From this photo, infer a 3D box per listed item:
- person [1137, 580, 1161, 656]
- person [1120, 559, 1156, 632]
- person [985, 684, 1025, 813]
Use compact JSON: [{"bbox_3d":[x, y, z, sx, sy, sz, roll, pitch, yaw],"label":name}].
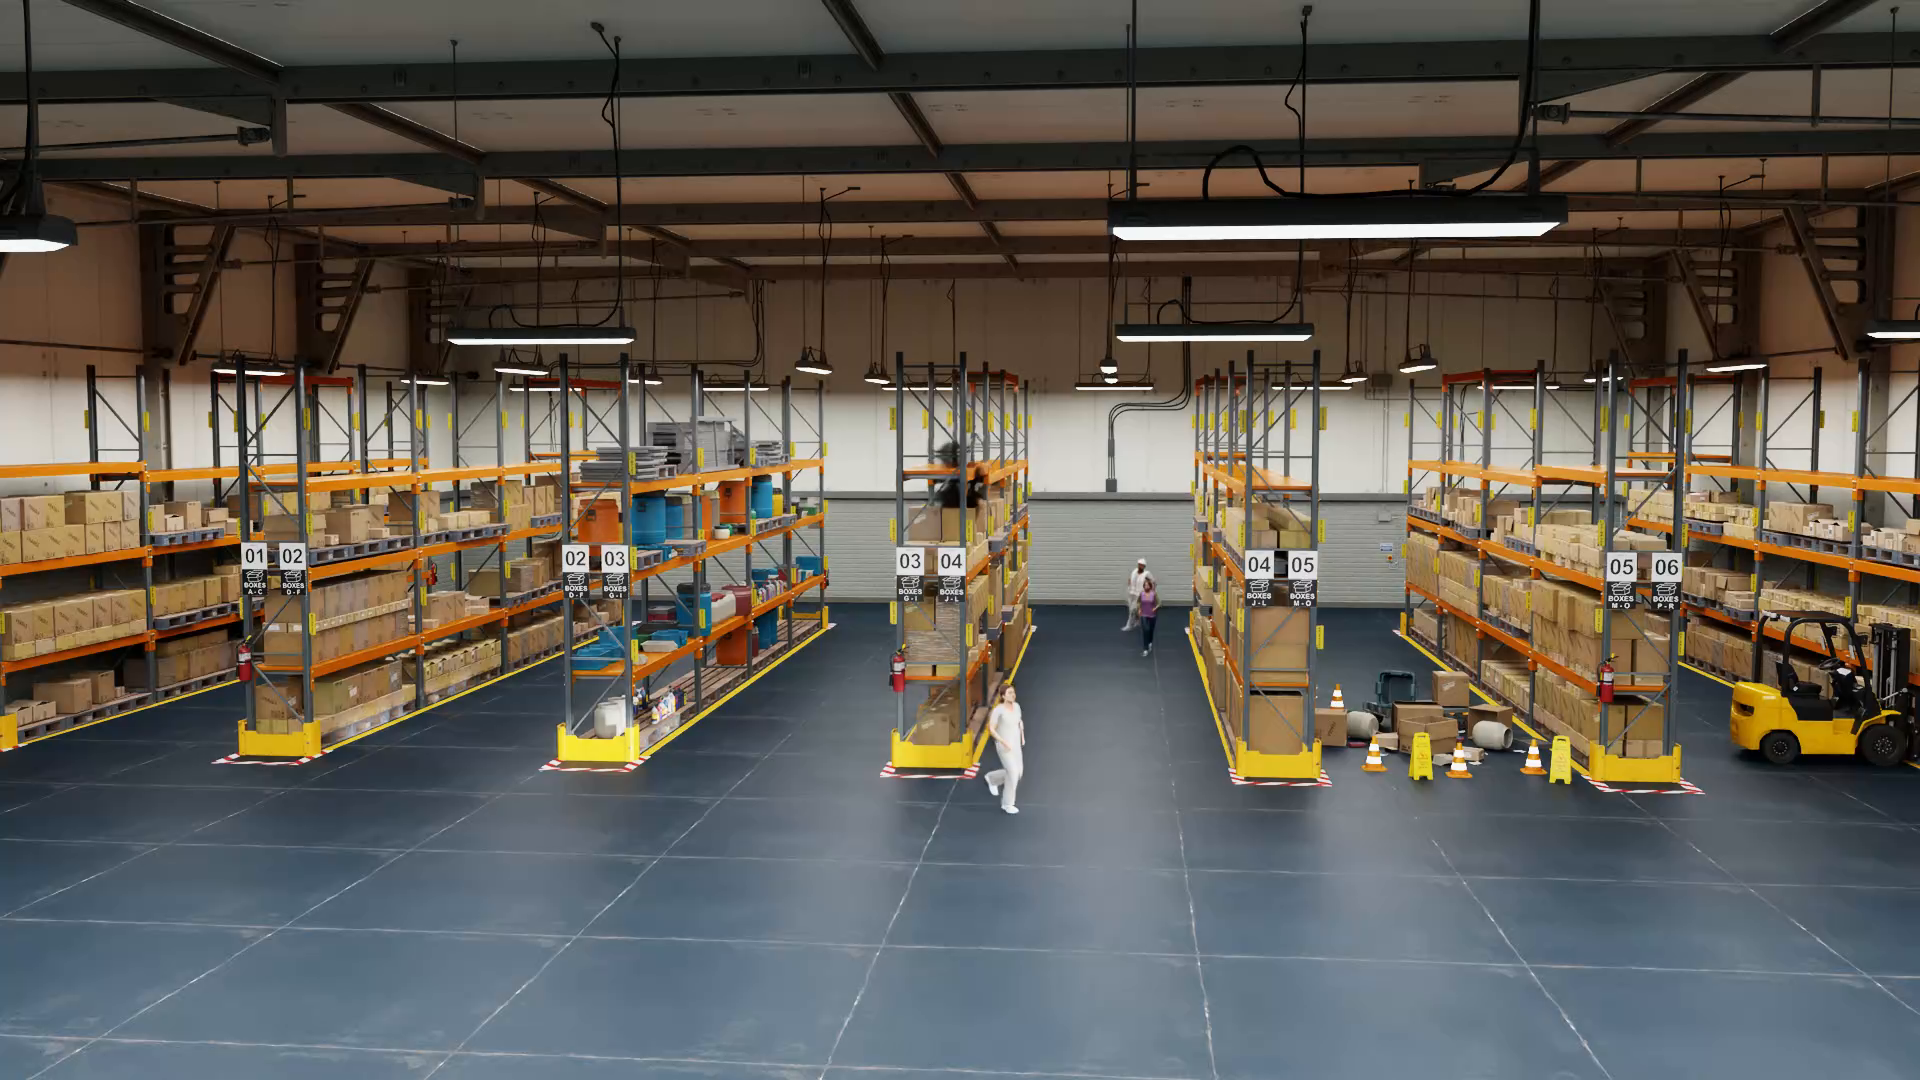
[{"bbox_3d":[4.053,1.655,35.700,0.536,1.602,0.819,1,4,8],"label":"person"},{"bbox_3d":[4.264,1.318,39.589,0.764,1.749,0.868,4,6,43],"label":"person"},{"bbox_3d":[0.554,2.665,21.497,0.572,1.653,0.638,-4,5,-42],"label":"person"}]
